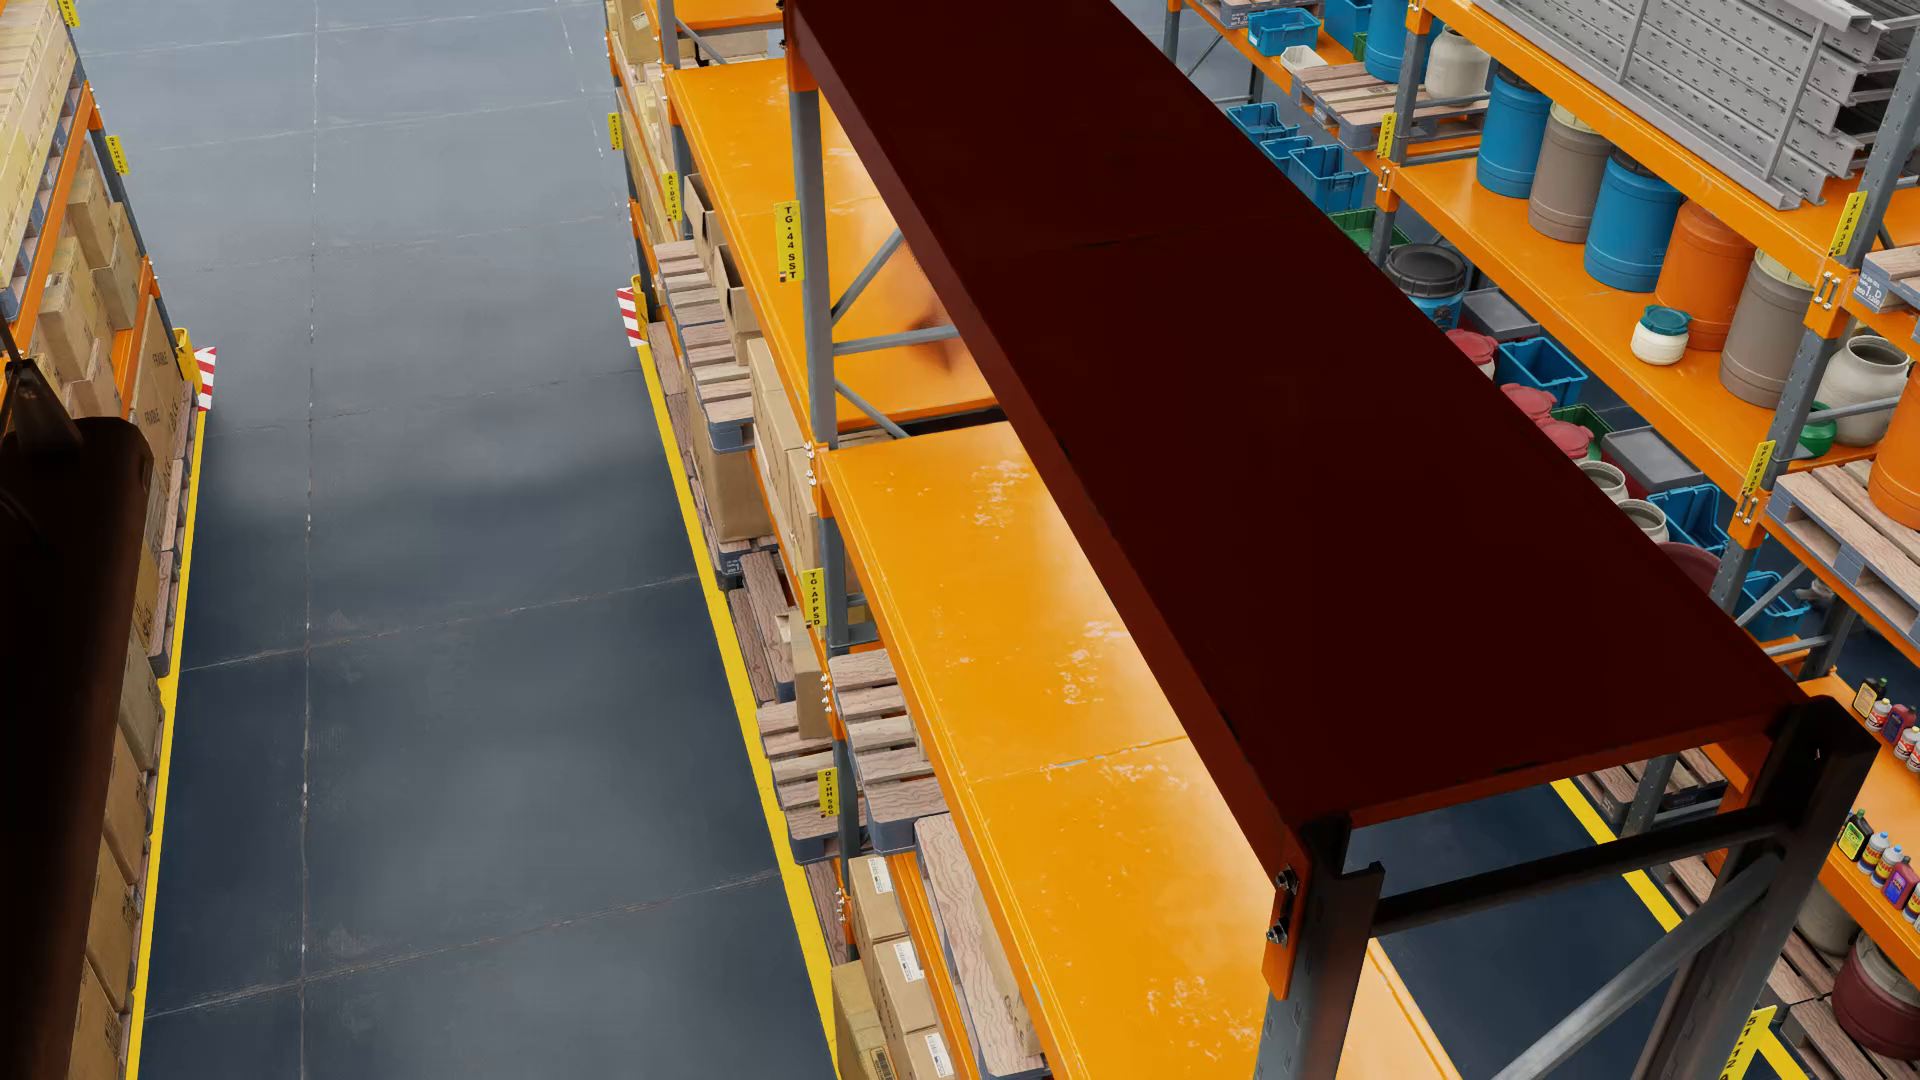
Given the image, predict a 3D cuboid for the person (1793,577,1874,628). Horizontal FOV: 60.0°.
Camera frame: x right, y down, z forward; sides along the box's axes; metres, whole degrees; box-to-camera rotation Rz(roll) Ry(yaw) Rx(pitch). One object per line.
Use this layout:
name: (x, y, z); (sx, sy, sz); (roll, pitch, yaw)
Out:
person: (6.448, -0.144, 11.553); (0.639, 1.840, 0.774); (-17, 41, -20)
